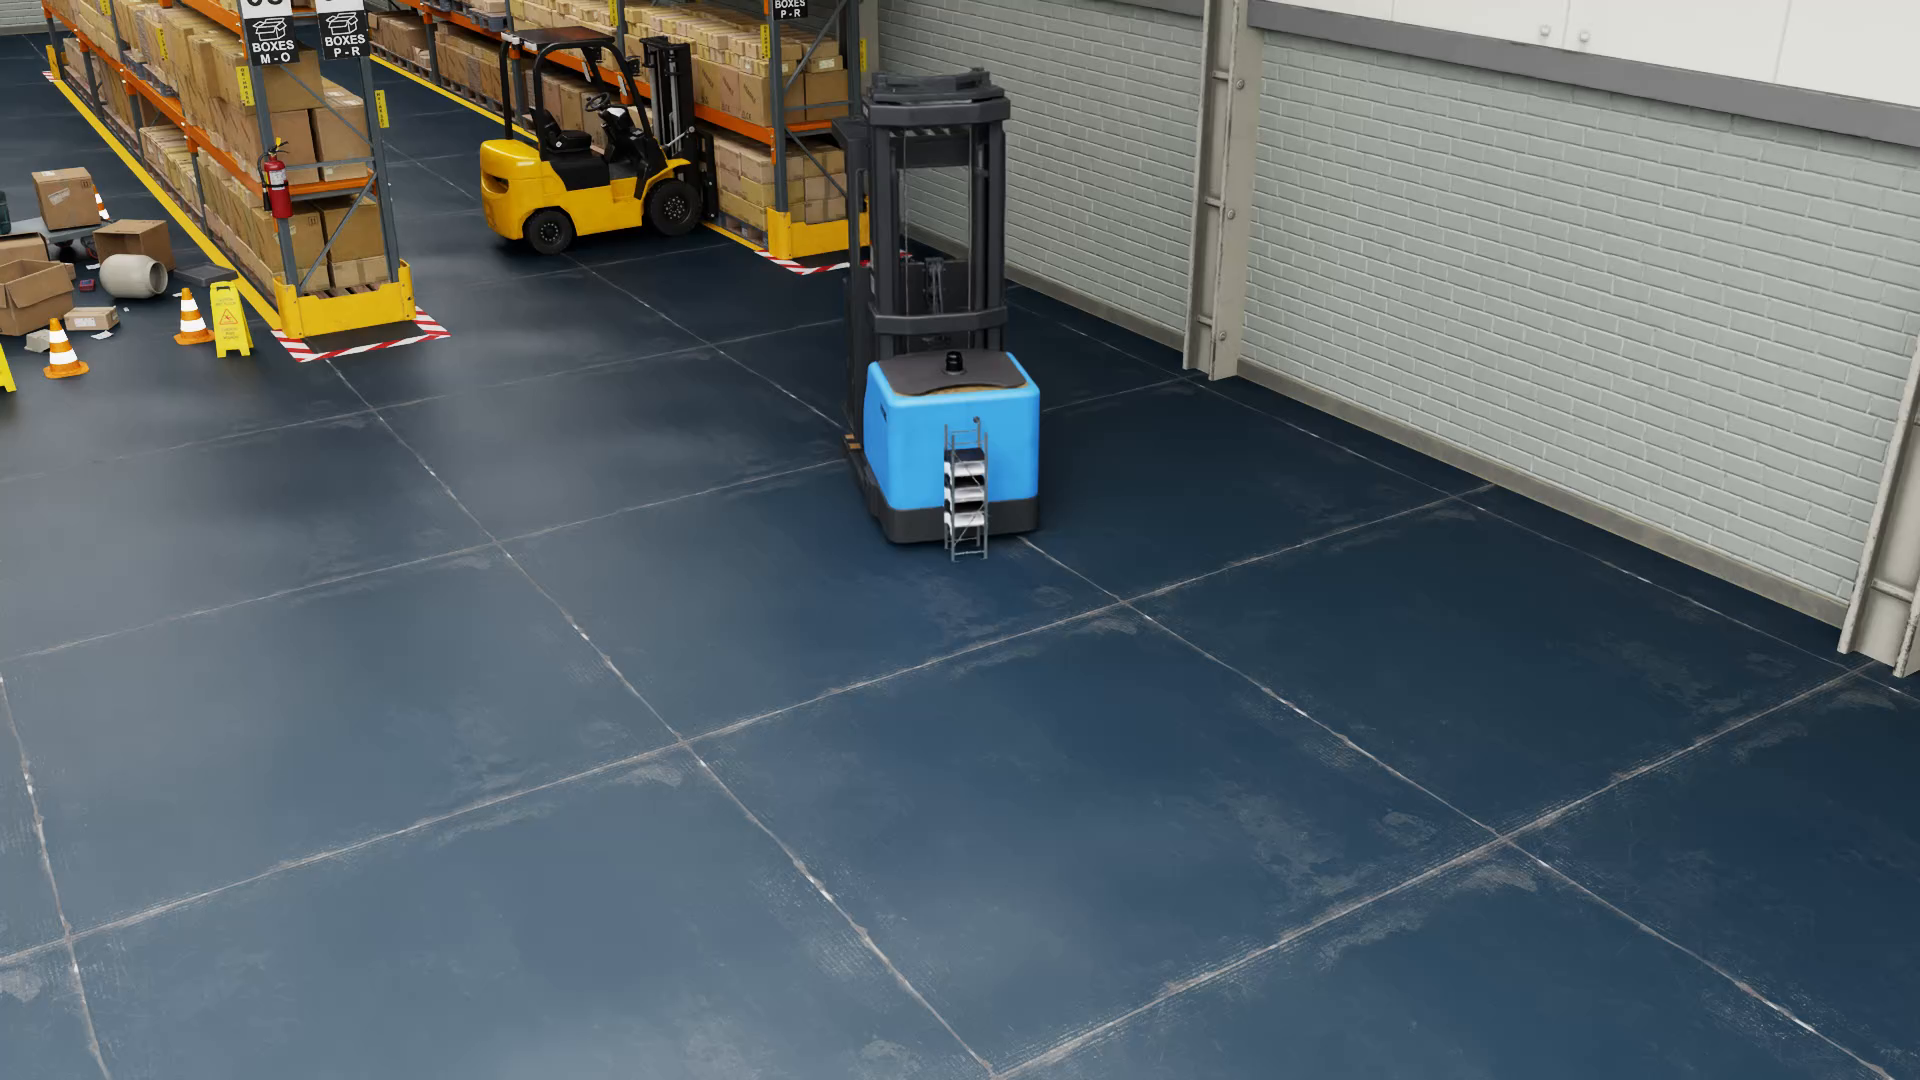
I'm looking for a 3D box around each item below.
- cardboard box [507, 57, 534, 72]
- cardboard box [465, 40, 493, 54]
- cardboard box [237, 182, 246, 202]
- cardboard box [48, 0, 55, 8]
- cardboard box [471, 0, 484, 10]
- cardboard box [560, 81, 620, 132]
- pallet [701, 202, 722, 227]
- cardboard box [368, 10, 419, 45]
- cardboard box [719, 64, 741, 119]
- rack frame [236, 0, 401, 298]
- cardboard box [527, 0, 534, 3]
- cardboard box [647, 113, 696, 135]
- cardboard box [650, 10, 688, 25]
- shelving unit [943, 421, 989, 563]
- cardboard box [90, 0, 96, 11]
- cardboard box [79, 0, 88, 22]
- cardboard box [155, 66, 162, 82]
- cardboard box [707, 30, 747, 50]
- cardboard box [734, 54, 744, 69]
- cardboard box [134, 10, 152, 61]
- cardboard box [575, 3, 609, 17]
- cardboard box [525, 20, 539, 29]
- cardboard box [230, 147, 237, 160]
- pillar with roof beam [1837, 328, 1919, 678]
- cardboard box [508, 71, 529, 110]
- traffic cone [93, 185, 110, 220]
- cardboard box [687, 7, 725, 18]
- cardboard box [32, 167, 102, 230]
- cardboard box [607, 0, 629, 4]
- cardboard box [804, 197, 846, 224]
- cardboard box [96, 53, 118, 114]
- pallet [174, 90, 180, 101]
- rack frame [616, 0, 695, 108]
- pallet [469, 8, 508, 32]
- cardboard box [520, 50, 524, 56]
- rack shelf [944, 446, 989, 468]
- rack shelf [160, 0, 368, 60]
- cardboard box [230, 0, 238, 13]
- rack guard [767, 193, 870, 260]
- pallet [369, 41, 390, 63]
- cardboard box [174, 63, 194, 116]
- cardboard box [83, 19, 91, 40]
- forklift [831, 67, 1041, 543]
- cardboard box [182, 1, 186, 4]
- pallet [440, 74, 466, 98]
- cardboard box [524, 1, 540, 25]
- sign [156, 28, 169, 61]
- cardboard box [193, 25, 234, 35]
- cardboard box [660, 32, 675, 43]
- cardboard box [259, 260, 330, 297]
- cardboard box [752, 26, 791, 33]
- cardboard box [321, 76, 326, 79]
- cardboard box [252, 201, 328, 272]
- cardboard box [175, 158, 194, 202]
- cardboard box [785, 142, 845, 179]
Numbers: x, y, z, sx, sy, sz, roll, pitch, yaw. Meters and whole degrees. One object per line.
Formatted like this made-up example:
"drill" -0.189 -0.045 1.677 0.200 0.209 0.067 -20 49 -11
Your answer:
"cardboard box" -6.338 -6.833 23.887 0.380 0.149 0.250 -17 30 -32
"cardboard box" -7.302 -7.504 25.307 0.380 0.149 0.250 -14 29 -28
"cardboard box" -6.693 -3.354 15.932 0.380 0.149 0.250 -15 29 -29
"cardboard box" -13.797 -8.512 25.650 0.500 0.500 0.500 -16 29 -30
"cardboard box" -6.704 -7.787 23.915 0.500 0.250 0.500 -17 30 -32
"cardboard box" -4.797 -5.780 22.269 0.875 0.625 0.625 -17 30 -32
"pallet" -2.604 -3.940 19.349 1.003 0.211 1.213 -16 29 -30
"cardboard box" -9.969 -9.044 29.327 0.797 0.503 0.637 -17 30 -32
"cardboard box" -2.253 -4.849 17.891 0.500 0.500 0.500 -15 29 -28
"rack frame" -5.646 -3.343 14.818 1.000 3.000 0.127 -16 29 -30
"cardboard box" -5.621 -7.337 22.402 0.380 0.149 0.250 -15 29 -28
"cardboard box" -3.401 -4.899 19.672 0.500 0.250 0.500 -15 29 -29
"cardboard box" -3.382 -6.060 19.348 0.380 0.149 0.250 -16 30 -31
"shelving unit" 0.039 -0.311 10.854 0.258 0.900 0.210 -6 26 -12
"cardboard box" -11.067 -7.187 21.672 0.500 0.500 0.500 -16 29 -30
"cardboard box" -11.632 -7.204 22.586 0.500 0.250 0.500 -15 29 -29
"cardboard box" -8.784 -5.242 18.644 0.380 0.149 0.250 -15 29 -29
"cardboard box" -2.496 -5.395 17.940 0.380 0.149 0.250 -15 29 -28
"cardboard box" -2.168 -5.090 17.642 0.380 0.149 0.250 -15 29 -29
"cardboard box" -9.109 -5.806 19.077 0.500 0.500 0.500 -17 30 -31
"cardboard box" -4.636 -6.700 21.053 0.380 0.149 0.250 -16 30 -31
"cardboard box" -5.549 -6.898 22.524 0.500 0.250 0.500 -16 30 -31
"cardboard box" -6.786 -3.755 15.984 0.380 0.149 0.250 -16 30 -30
"pillar with roof beam" 1.830 -2.378 5.746 9.100 9.000 0.400 -16 29 -30
"cardboard box" -6.268 -6.523 23.991 0.500 0.500 0.500 -15 29 -28
"traffic cone" -9.680 -3.744 18.639 0.336 0.463 0.334 -16 29 -30
"cardboard box" -2.988 -6.170 19.581 0.380 0.149 0.250 -16 30 -30
"cardboard box" -9.305 -3.560 17.319 0.500 0.500 0.500 -16 29 -30
"cardboard box" -4.337 -6.915 21.506 0.380 0.149 0.250 -16 30 -30
"cardboard box" -1.594 -3.669 18.237 0.500 0.250 0.500 -15 29 -29
"cardboard box" -11.791 -6.661 23.844 0.875 0.875 0.875 -15 29 -28
"pallet" -8.125 -4.994 18.541 1.003 0.211 1.213 -16 29 -30
"rack frame" -3.673 -5.932 20.302 1.000 3.000 0.127 -16 29 -30
"pallet" -6.285 -7.502 23.853 1.213 0.211 1.003 -16 29 -30
"cardboard box" -6.459 -7.347 24.976 0.380 0.149 0.250 -16 30 -31
"rack shelf" 0.039 -0.525 10.753 0.258 0.077 0.200 -6 26 -12
"rack shelf" -6.738 -5.090 15.847 1.077 0.370 4.000 -16 29 -30
"cardboard box" -6.075 -4.648 14.364 0.380 0.149 0.250 -15 29 -29
"rack guard" -1.476 -3.362 17.787 1.175 0.500 0.348 -16 29 -30
"pallet" -9.746 -8.651 29.328 1.003 0.211 1.213 -16 29 -30
"cardboard box" -7.823 -4.731 17.293 0.500 0.500 0.500 -16 29 -30
"cardboard box" -11.628 -6.977 22.691 0.500 0.250 0.500 -16 30 -30
"forklift" -0.284 -1.909 11.861 1.130 2.935 3.031 -6 26 -12
"cardboard box" -8.884 -6.348 19.466 0.380 0.149 0.250 -17 30 -32
"pallet" -7.564 -7.250 26.361 1.003 0.211 1.213 -16 29 -30
"cardboard box" -5.547 -7.126 22.421 0.500 0.250 0.500 -15 29 -28
"sign" -8.293 -5.167 17.325 0.100 0.325 0.005 -16 29 -30
"cardboard box" -6.899 -4.659 15.968 0.700 0.500 0.500 -16 29 -30
"cardboard box" -3.197 -5.717 18.969 0.380 0.149 0.250 -16 30 -30
"cardboard box" -6.326 -2.525 15.813 0.500 0.250 0.500 -16 29 -30
"cardboard box" -2.052 -5.517 18.198 0.380 0.149 0.250 -15 29 -28
"cardboard box" -6.521 -4.303 16.387 0.500 0.500 0.500 -16 30 -31
"cardboard box" -6.302 -2.855 15.634 0.500 0.500 0.500 -15 29 -29
"cardboard box" -8.514 -4.219 19.259 0.950 0.372 0.625 -14 28 -26
"cardboard box" -1.593 -4.116 18.013 0.500 0.250 0.500 -16 30 -30
